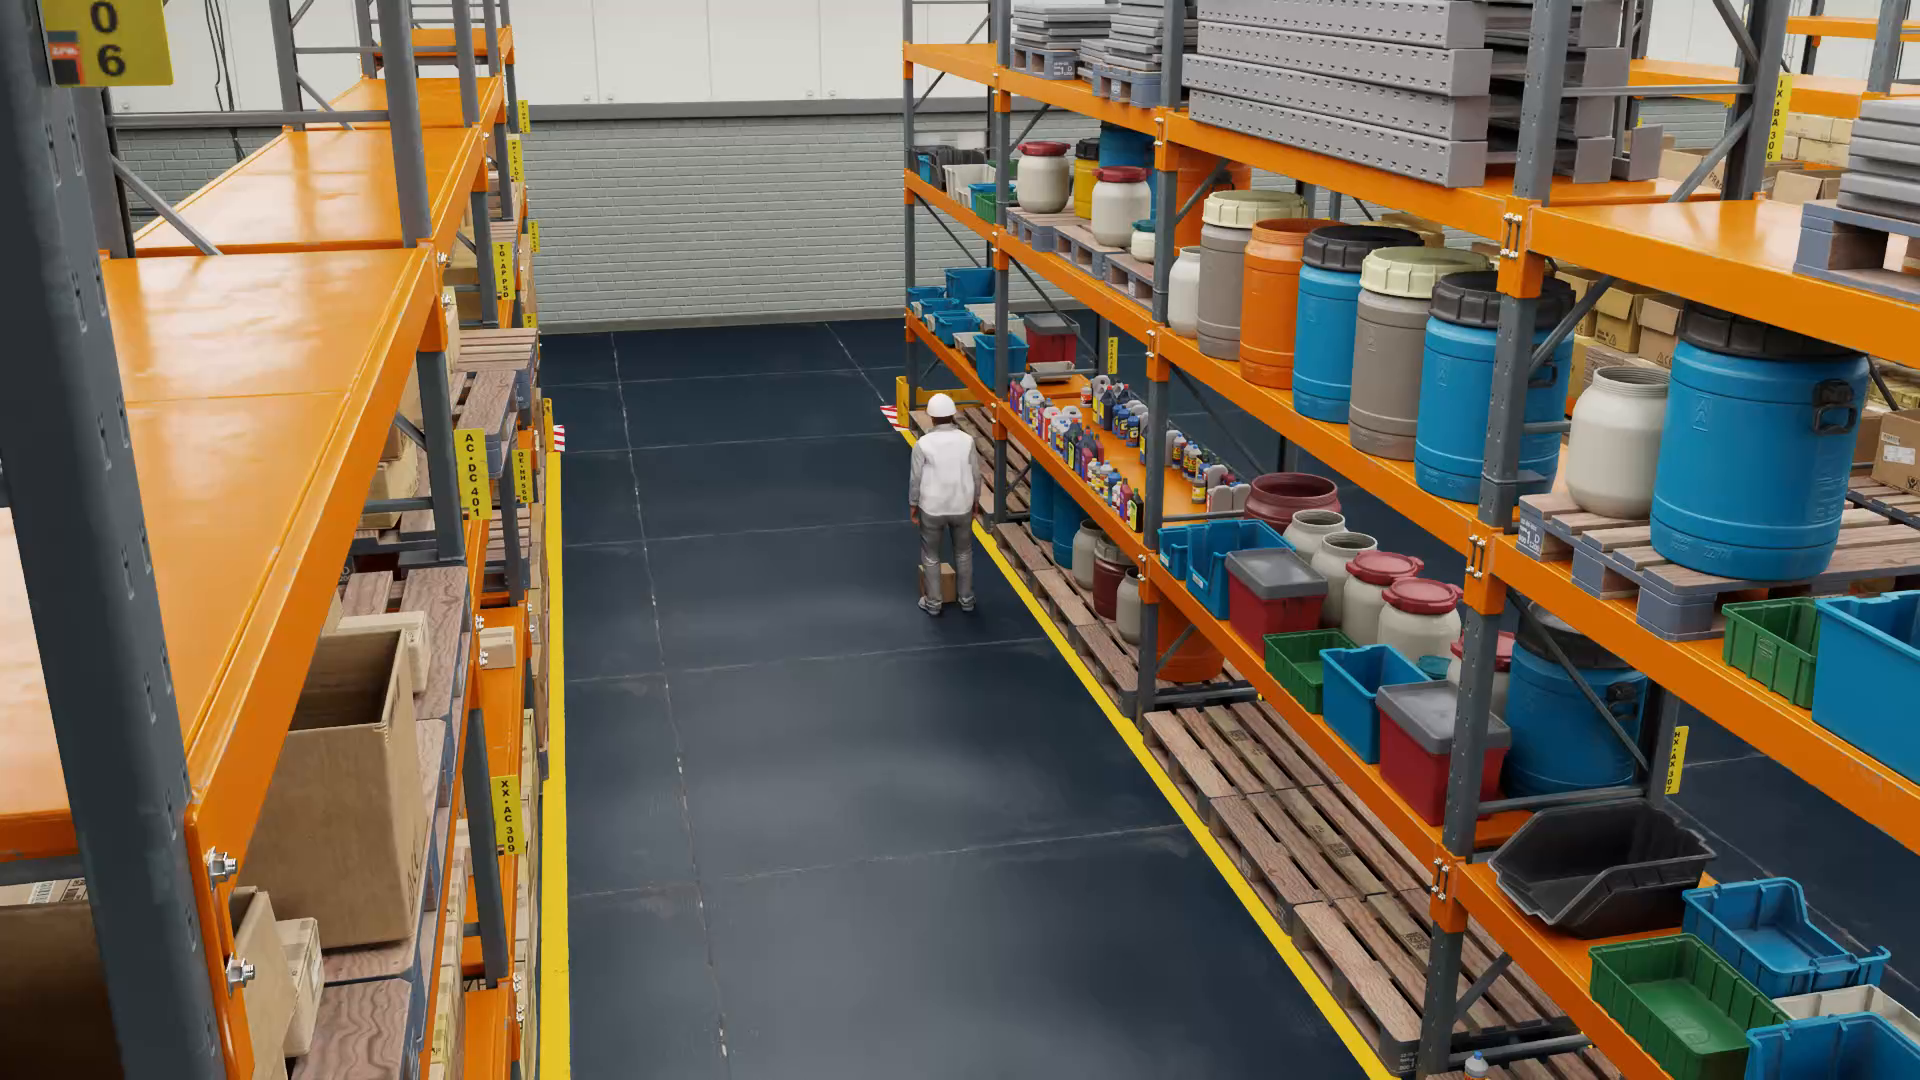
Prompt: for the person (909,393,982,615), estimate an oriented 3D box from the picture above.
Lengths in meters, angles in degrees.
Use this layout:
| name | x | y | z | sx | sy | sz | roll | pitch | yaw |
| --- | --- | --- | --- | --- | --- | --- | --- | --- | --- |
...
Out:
| name | x | y | z | sx | sy | sz | roll | pitch | yaw |
| --- | --- | --- | --- | --- | --- | --- | --- | --- | --- |
| person | -0.116 | -0.279 | 13.132 | 0.581 | 1.772 | 0.460 | -4 | 20 | -12 |
